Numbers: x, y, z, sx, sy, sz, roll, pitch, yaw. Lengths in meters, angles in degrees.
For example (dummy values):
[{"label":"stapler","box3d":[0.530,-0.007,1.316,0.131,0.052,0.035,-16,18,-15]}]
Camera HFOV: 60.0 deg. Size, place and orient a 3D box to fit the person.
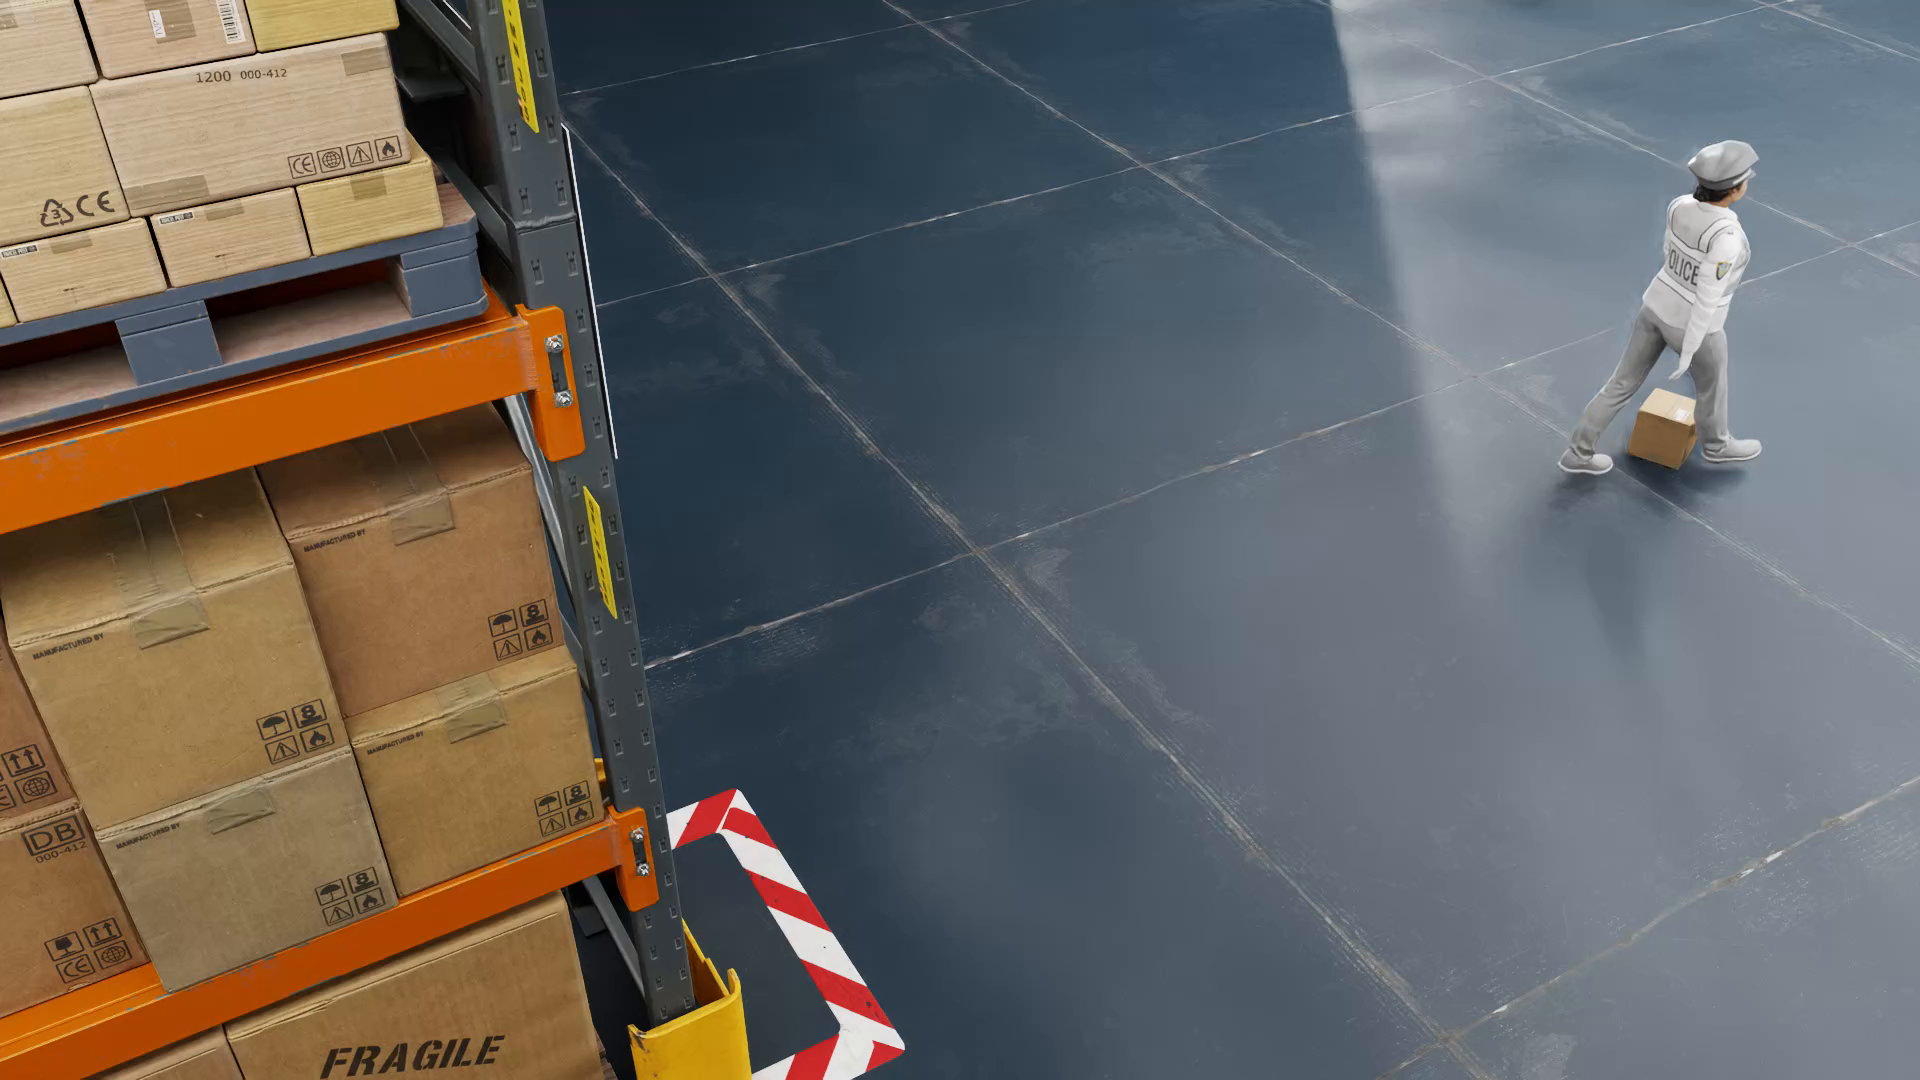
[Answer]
[{"label":"person","box3d":[3.307,-1.032,7.471,1.003,1.628,0.504,-13,39,-16]}]
